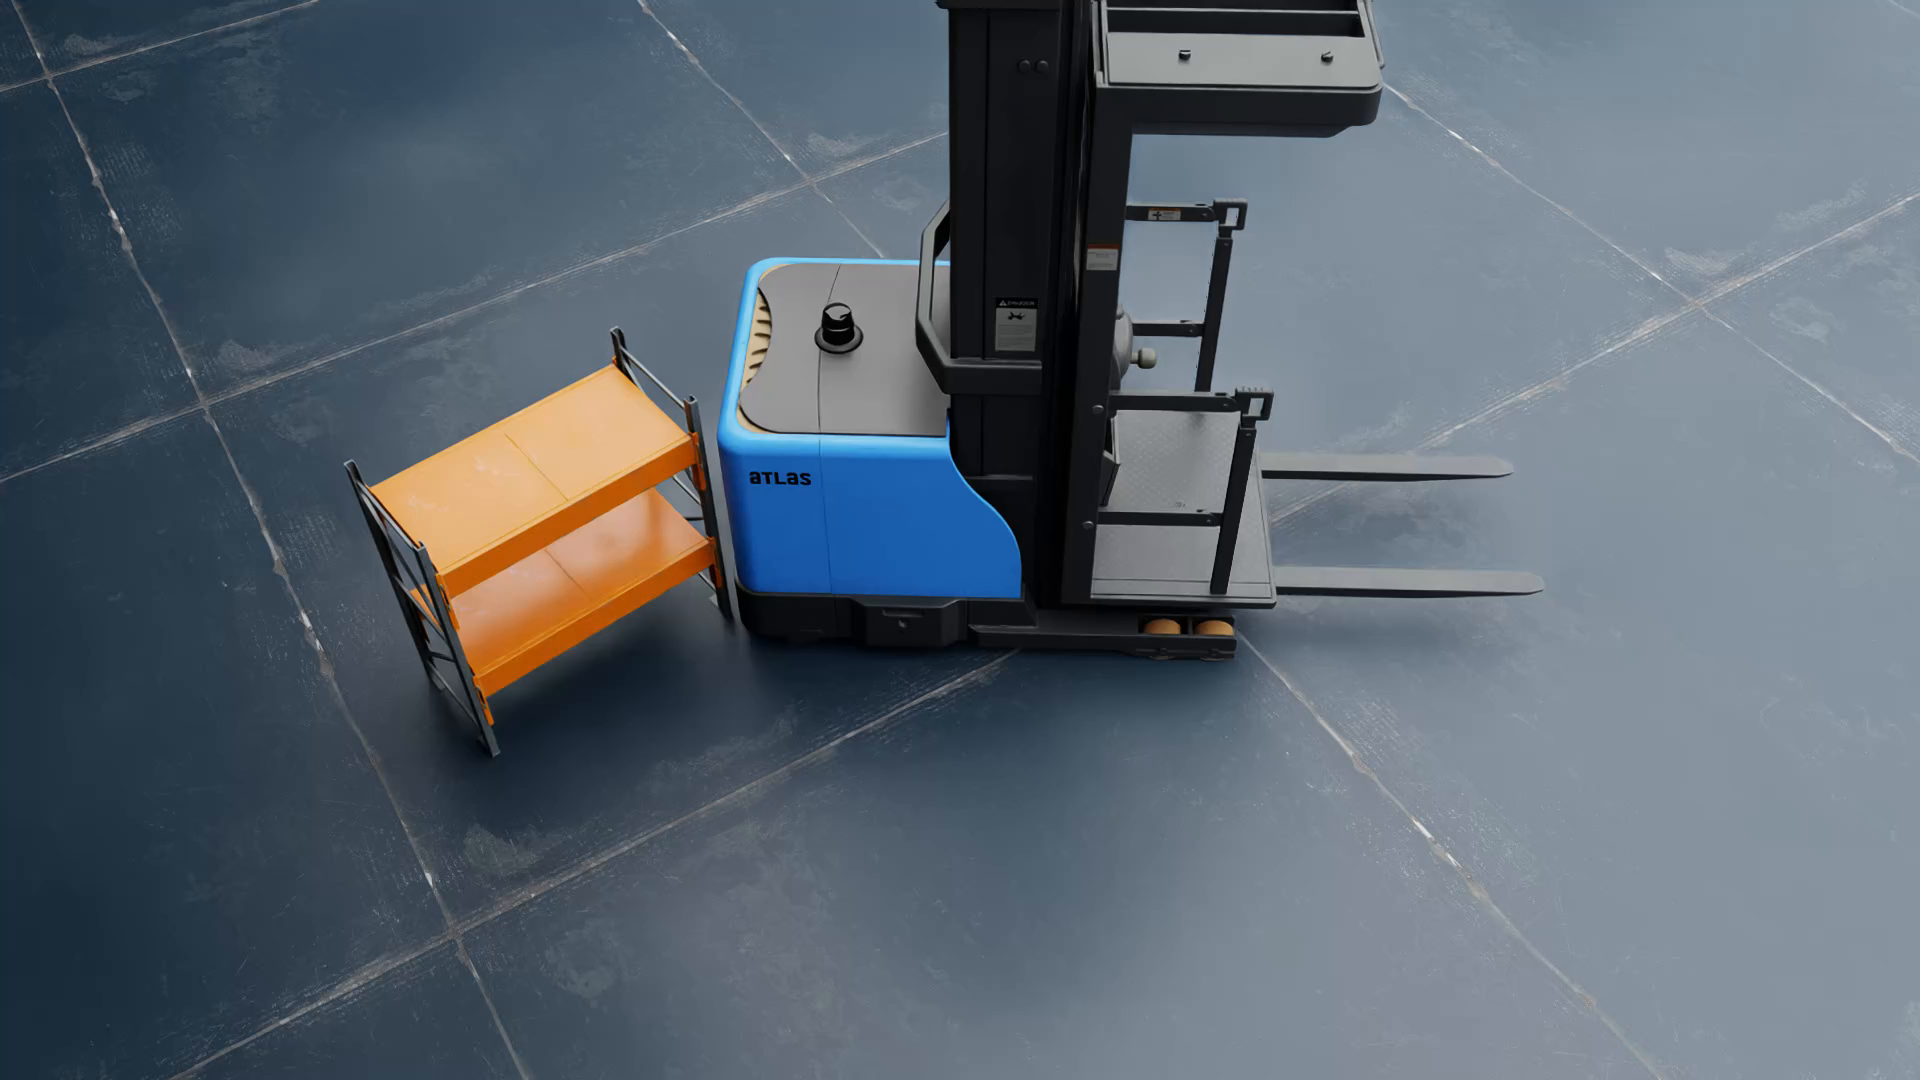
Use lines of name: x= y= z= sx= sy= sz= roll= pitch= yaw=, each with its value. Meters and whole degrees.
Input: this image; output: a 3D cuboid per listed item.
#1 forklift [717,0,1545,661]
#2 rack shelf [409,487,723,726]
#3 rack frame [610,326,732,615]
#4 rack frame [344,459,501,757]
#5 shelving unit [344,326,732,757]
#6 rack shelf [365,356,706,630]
forklift: x=0.690 y=-0.925 z=5.556 sx=3.031 sy=2.935 sz=1.130 roll=1 pitch=48 yaw=1
rack shelf: x=-1.446 y=0.177 z=6.112 sx=1.000 sy=0.278 sz=0.538 roll=-32 pitch=56 yaw=-25
rack frame: x=-1.058 y=-0.231 z=6.148 sx=0.032 sy=1.125 sz=0.500 roll=-32 pitch=56 yaw=-25
rack frame: x=-1.833 y=0.260 z=5.710 sx=0.032 sy=1.125 sz=0.500 roll=-32 pitch=56 yaw=-25
shelving unit: x=-1.446 y=0.014 z=5.929 sx=1.048 sy=1.125 sz=0.538 roll=-32 pitch=56 yaw=-25
rack shelf: x=-1.446 y=-0.180 z=5.711 sx=1.000 sy=0.278 sz=0.538 roll=-32 pitch=56 yaw=-25
